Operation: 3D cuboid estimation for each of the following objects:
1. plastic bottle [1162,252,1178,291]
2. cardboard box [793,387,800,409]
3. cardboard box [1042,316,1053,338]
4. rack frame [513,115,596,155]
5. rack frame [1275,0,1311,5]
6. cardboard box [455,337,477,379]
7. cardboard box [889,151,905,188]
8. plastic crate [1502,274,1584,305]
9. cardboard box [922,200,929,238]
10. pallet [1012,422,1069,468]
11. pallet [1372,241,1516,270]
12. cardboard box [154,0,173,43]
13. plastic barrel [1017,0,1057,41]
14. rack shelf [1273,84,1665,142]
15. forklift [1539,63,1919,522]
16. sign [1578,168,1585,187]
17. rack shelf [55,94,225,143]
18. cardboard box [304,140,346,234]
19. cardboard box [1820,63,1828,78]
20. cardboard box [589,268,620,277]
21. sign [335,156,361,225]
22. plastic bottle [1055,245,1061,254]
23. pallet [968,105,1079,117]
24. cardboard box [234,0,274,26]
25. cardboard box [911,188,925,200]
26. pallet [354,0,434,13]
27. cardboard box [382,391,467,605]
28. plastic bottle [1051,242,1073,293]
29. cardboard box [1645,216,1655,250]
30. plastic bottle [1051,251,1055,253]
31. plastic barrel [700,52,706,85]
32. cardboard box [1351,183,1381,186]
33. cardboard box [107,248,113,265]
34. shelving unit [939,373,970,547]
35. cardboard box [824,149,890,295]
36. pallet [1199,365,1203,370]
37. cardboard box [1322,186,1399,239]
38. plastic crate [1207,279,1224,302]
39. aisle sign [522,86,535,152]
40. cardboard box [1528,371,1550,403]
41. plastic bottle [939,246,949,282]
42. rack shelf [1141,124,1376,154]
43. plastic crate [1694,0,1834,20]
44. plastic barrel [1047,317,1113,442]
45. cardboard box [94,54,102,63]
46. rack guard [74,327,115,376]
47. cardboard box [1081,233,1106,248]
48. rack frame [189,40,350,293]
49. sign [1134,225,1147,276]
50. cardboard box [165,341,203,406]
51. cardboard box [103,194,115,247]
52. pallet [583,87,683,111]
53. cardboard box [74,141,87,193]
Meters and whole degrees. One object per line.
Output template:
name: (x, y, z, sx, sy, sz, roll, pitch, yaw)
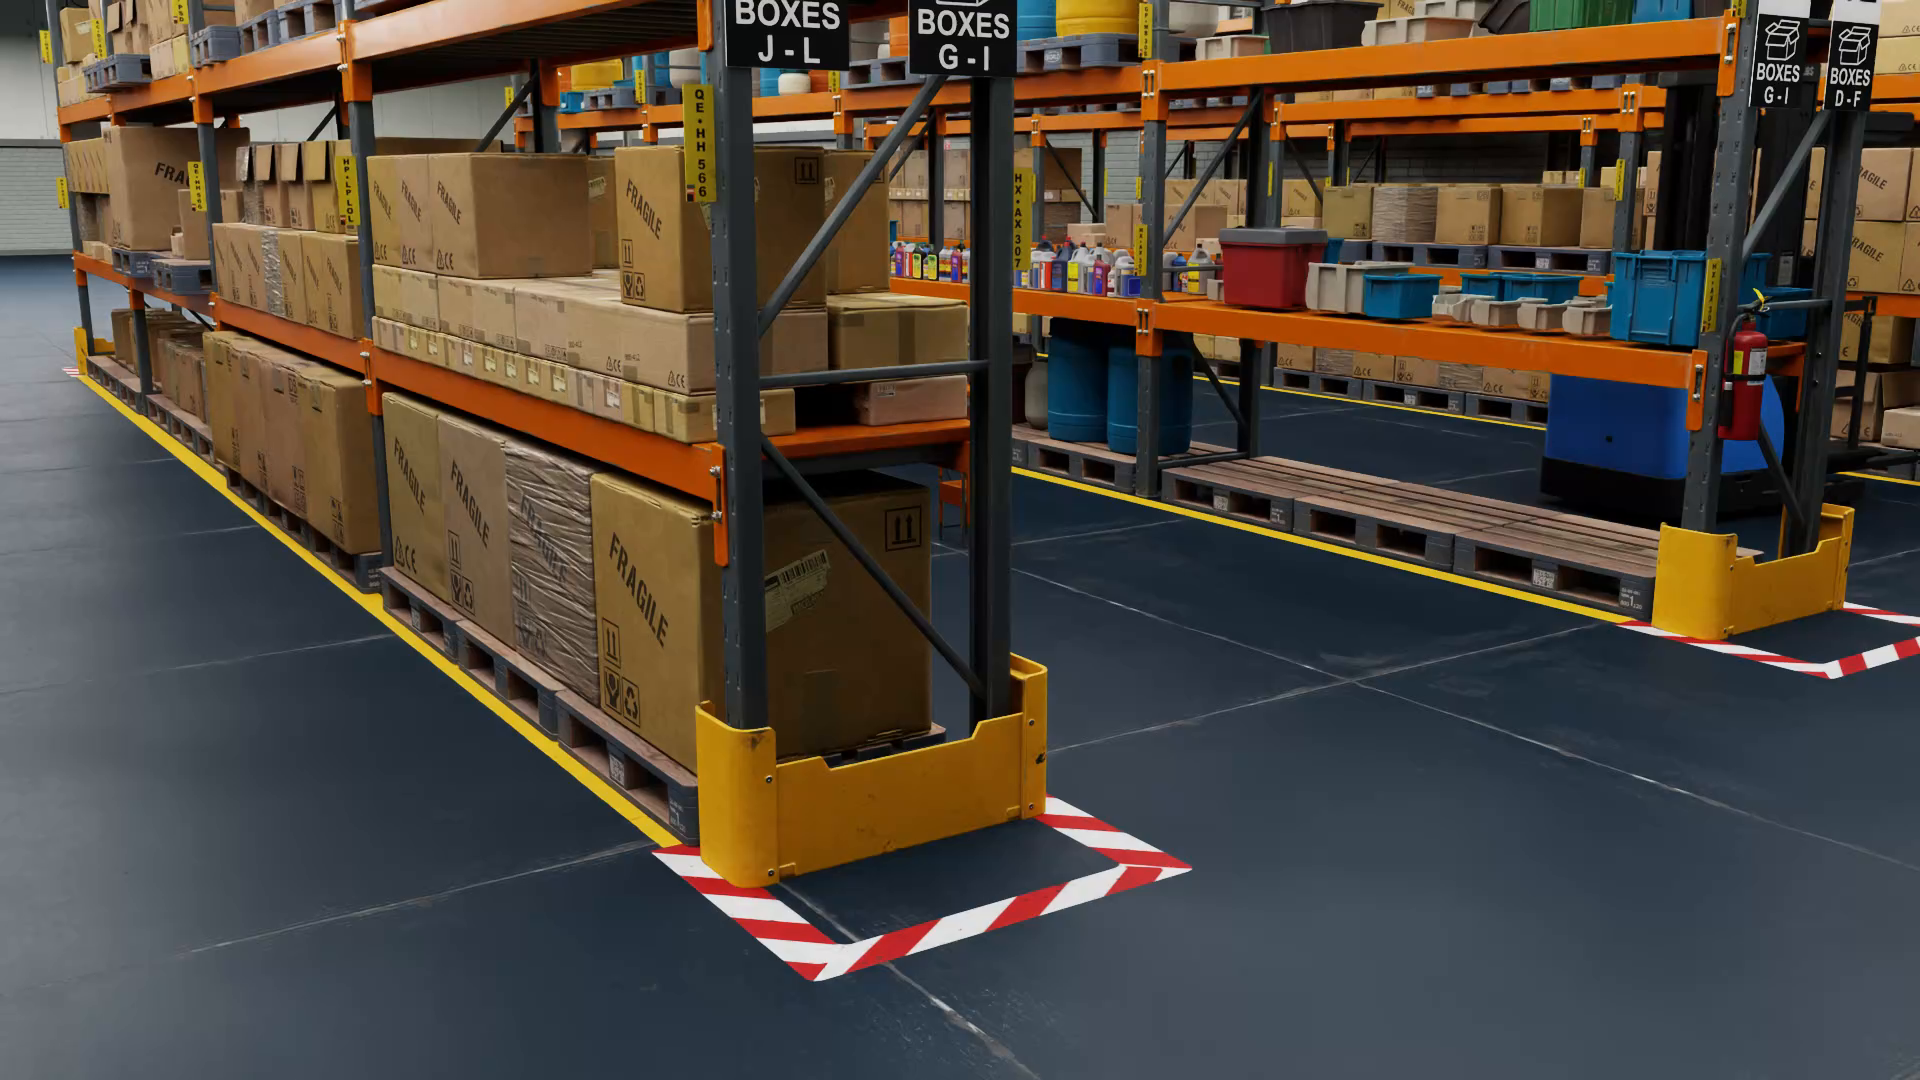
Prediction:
plastic bottle: (1.487, -1.937, 11.990, 0.152, 0.276, 0.135, -8, 15, -33)
cardboard box: (-0.485, -0.578, 6.073, 0.380, 0.149, 0.250, -9, 15, -34)
cardboard box: (1.340, -2.575, 20.068, 0.500, 0.250, 0.500, -9, 15, -34)
rack frame: (-5.019, -3.940, 20.856, 1.000, 3.000, 0.127, -8, 15, -33)
rack frame: (3.539, -6.033, 16.387, 1.000, 3.000, 0.127, -8, 15, -33)
cardboard box: (-1.889, -0.774, 6.968, 0.380, 0.149, 0.250, -8, 15, -32)
cardboard box: (-0.616, -5.114, 22.955, 0.700, 0.500, 0.500, -8, 15, -33)
plastic crate: (3.253, -1.359, 9.305, 0.416, 0.233, 0.300, -8, 15, -33)
cardboard box: (-0.081, -4.308, 22.305, 0.700, 0.500, 0.500, -8, 15, -32)
pallet: (0.556, -0.803, 13.038, 1.003, 0.211, 1.213, -8, 15, -33)
pallet: (4.620, -2.663, 15.469, 1.003, 0.211, 1.213, -8, 15, -33)
cardboard box: (-5.476, -3.834, 11.948, 0.500, 0.500, 0.500, -8, 15, -33)
plastic barrel: (0.556, -4.006, 11.983, 0.600, 0.901, 0.708, -8, 15, -33)
rack shelf: (4.647, -3.861, 15.158, 1.077, 0.370, 4.000, -8, 15, -33)
forklift: (5.371, -1.737, 10.945, 3.031, 2.935, 1.130, -6, 14, -27)
sign: (7.214, -4.151, 19.295, 0.100, 0.325, 0.005, -8, 15, -33)
rack shelf: (-8.035, -4.112, 16.305, 1.077, 0.370, 4.000, -8, 15, -33)
cardboard box: (-3.226, -1.994, 9.377, 0.797, 0.503, 0.637, -8, 15, -32)
cardboard box: (6.368, -3.489, 12.125, 0.500, 0.250, 0.500, -8, 15, -33)
cardboard box: (-1.459, -1.061, 7.348, 0.500, 0.250, 0.500, -8, 15, -32)
sign: (-2.941, -1.680, 7.999, 0.100, 0.325, 0.005, -8, 15, -33)
plastic bottle: (0.751, -2.171, 13.043, 0.061, 0.283, 0.133, -8, 15, -33)
pallet: (0.828, -5.385, 20.649, 1.003, 0.211, 1.213, -8, 15, -33)
cardboard box: (-4.312, -3.552, 10.835, 0.797, 0.503, 0.637, -7, 14, -29)
cardboard box: (-0.432, -4.659, 22.395, 0.380, 0.149, 0.250, -8, 15, -34)
pallet: (-2.050, -2.495, 7.434, 1.003, 0.211, 1.213, -8, 15, -33)
cardboard box: (-2.195, -0.260, 8.018, 0.875, 0.875, 0.875, -8, 15, -33)
plastic bottle: (0.745, -1.939, 11.823, 0.144, 0.351, 0.185, -8, 15, -33)
cardboard box: (5.810, -2.317, 13.202, 0.500, 0.500, 0.500, -8, 14, -31)
plastic bottle: (0.679, -1.971, 12.155, 0.097, 0.271, 0.097, 0, 12, 0)
plastic barrel: (-2.341, -4.874, 16.933, 0.600, 0.901, 0.708, -8, 15, -33)
cardboard box: (5.698, -4.570, 22.475, 0.700, 0.500, 0.500, -8, 15, -33)
cardboard box: (-7.741, -2.651, 15.552, 0.380, 0.149, 0.250, -8, 15, -33)
shelving unit: (0.030, -0.503, 9.706, 0.215, 1.050, 0.252, -8, 15, -33)
cardboard box: (-0.596, -1.152, 6.010, 0.500, 0.500, 0.500, -9, 15, -34)
pallet: (2.443, -2.108, 19.007, 1.003, 0.211, 1.213, -8, 15, -33)
cardboard box: (3.981, -3.258, 16.521, 0.500, 0.500, 0.700, 9, 15, 36)
plastic crate: (1.768, -1.606, 10.663, 0.396, 0.136, 0.243, -8, 15, -33)
aisle sign: (-5.303, -5.188, 20.478, 0.394, 0.787, 0.004, -8, 15, -33)
cardboard box: (5.243, -1.439, 14.241, 0.500, 0.500, 0.500, -8, 15, -33)
plastic bottle: (-0.117, -2.168, 13.055, 0.097, 0.271, 0.097, 0, 12, 0)
rack shelf: (4.336, -5.871, 24.348, 1.077, 0.370, 4.000, -8, 15, -33)
plastic crate: (3.864, -2.597, 8.001, 0.497, 0.269, 0.590, -8, 15, -33)
plastic barrel: (0.950, -1.210, 12.303, 0.600, 0.901, 0.708, -8, 15, -33)
cardboard box: (-7.630, -4.345, 15.107, 0.380, 0.149, 0.250, -9, 15, -36)
rack guard: (-9.101, -2.119, 18.380, 1.175, 0.500, 0.348, -8, 15, -33)
cardboard box: (1.643, -3.509, 19.476, 0.380, 0.149, 0.250, -8, 15, -33)
rack frame: (-4.710, -1.931, 11.669, 1.000, 3.000, 0.127, -8, 15, -33)
sign: (1.170, -1.876, 10.771, 0.100, 0.325, 0.005, -8, 15, -33)
cardboard box: (-6.356, -1.437, 14.233, 0.700, 0.500, 0.500, -8, 15, -33)
cardboard box: (-7.733, -3.094, 16.057, 0.875, 0.500, 0.500, -8, 15, -33)
pallet: (-3.284, -4.718, 17.836, 1.213, 0.211, 1.003, -8, 15, -33)
cardboard box: (-8.516, -3.727, 16.615, 0.500, 0.500, 0.500, -8, 15, -33)
